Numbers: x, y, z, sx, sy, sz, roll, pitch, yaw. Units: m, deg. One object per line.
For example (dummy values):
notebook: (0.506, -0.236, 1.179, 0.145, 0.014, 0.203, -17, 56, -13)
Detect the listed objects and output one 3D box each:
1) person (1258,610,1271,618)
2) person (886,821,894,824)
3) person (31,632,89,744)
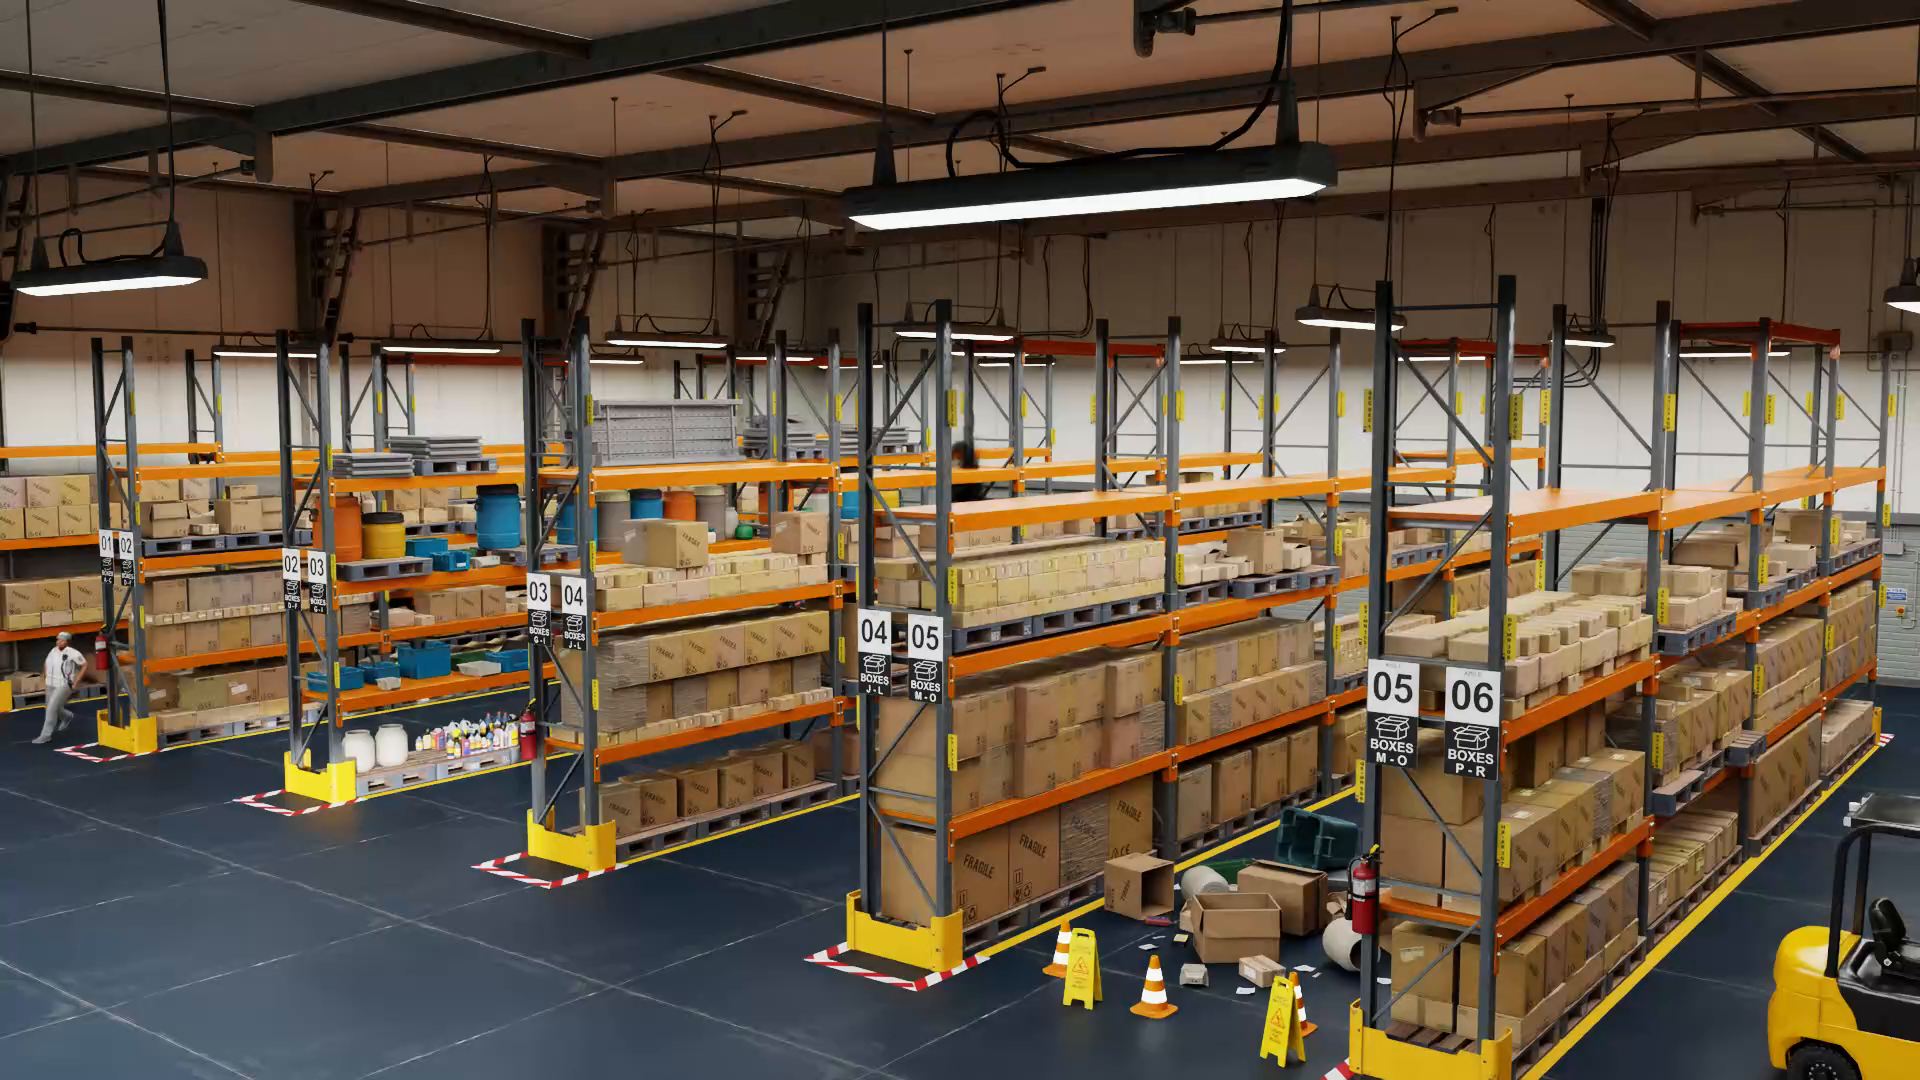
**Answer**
person: (4.460, 1.907, 24.508, 0.680, 1.855, 0.867, 4, 6, 36)
person: (-0.672, 2.698, 18.728, 0.666, 1.682, 0.753, 3, 6, 28)
person: (-13.472, 2.185, 24.935, 0.681, 1.632, 0.884, 1, 5, 14)
